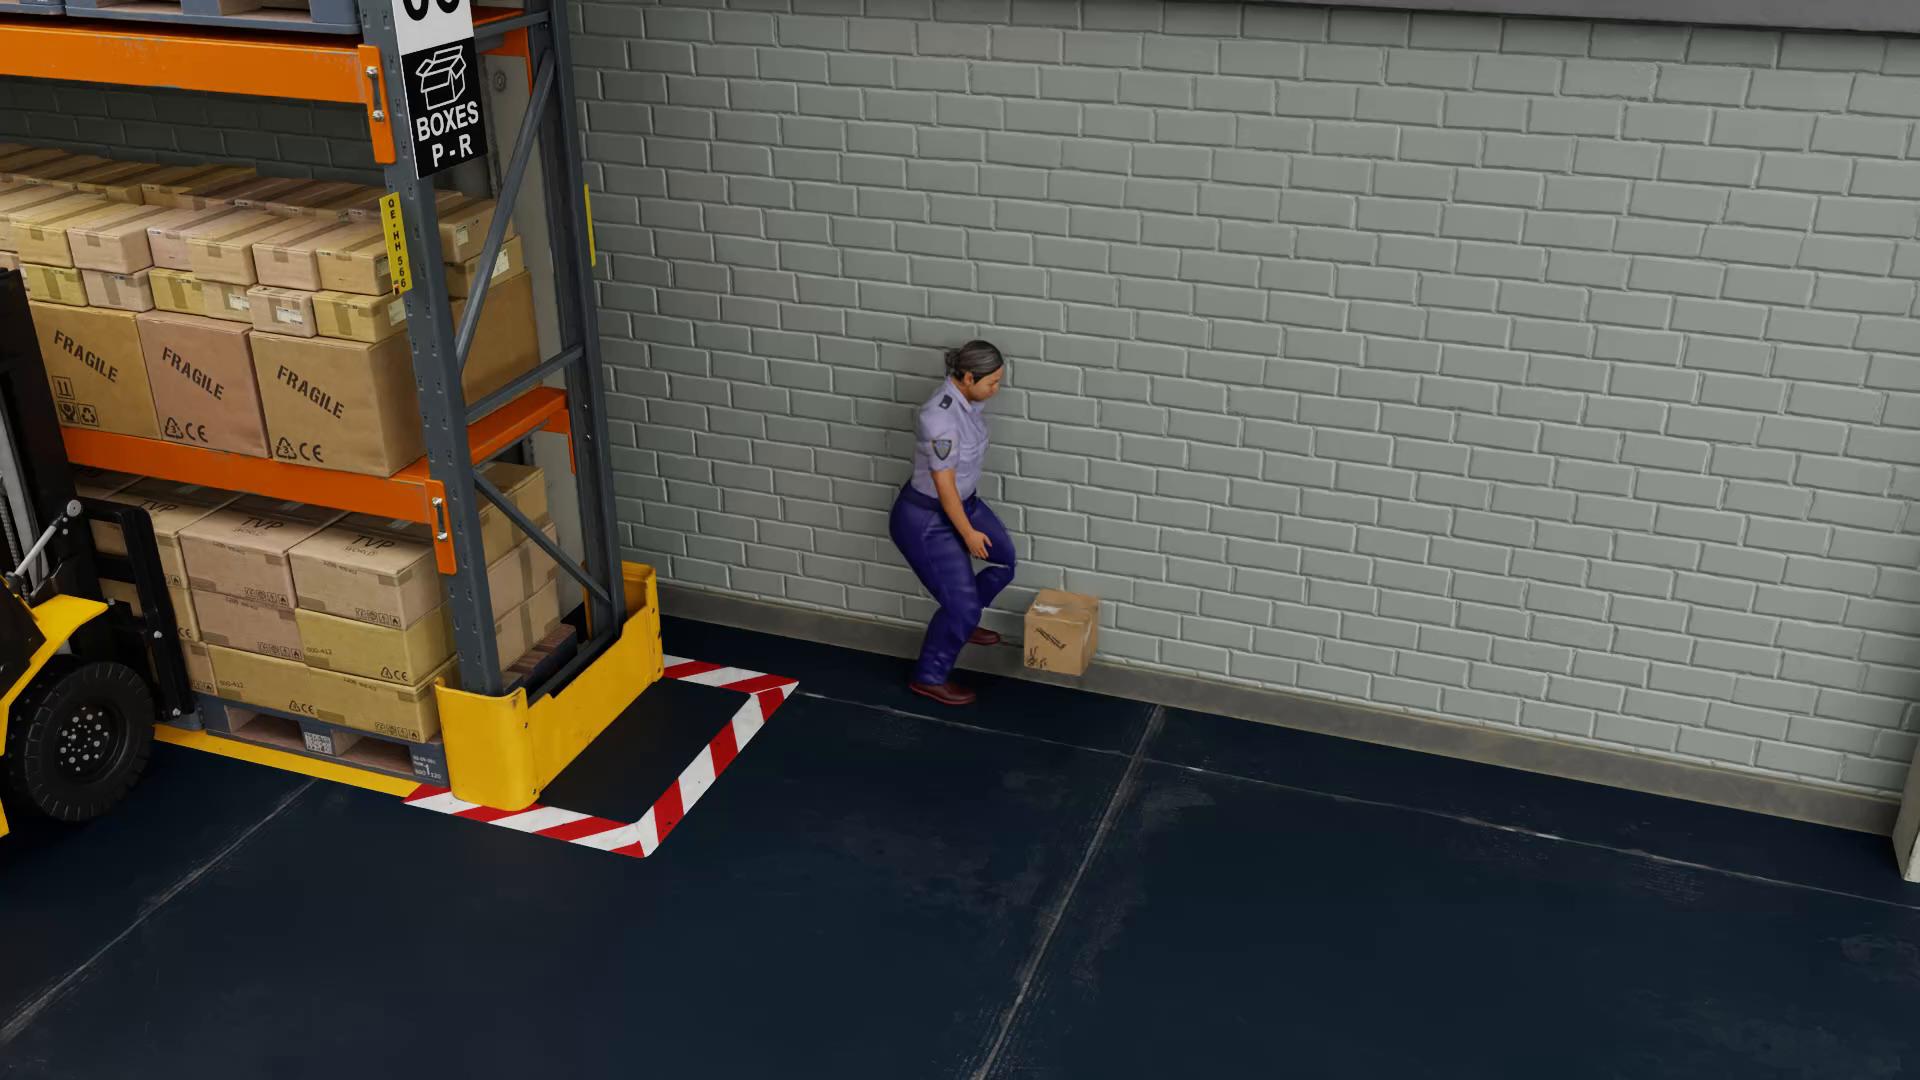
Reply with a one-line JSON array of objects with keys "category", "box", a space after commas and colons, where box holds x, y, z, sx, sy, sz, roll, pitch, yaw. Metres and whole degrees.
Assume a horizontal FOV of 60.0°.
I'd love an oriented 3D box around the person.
[{"category": "person", "box": [-0.001, -0.095, 6.941, 0.521, 1.560, 0.515, 9, 27, 19]}]
